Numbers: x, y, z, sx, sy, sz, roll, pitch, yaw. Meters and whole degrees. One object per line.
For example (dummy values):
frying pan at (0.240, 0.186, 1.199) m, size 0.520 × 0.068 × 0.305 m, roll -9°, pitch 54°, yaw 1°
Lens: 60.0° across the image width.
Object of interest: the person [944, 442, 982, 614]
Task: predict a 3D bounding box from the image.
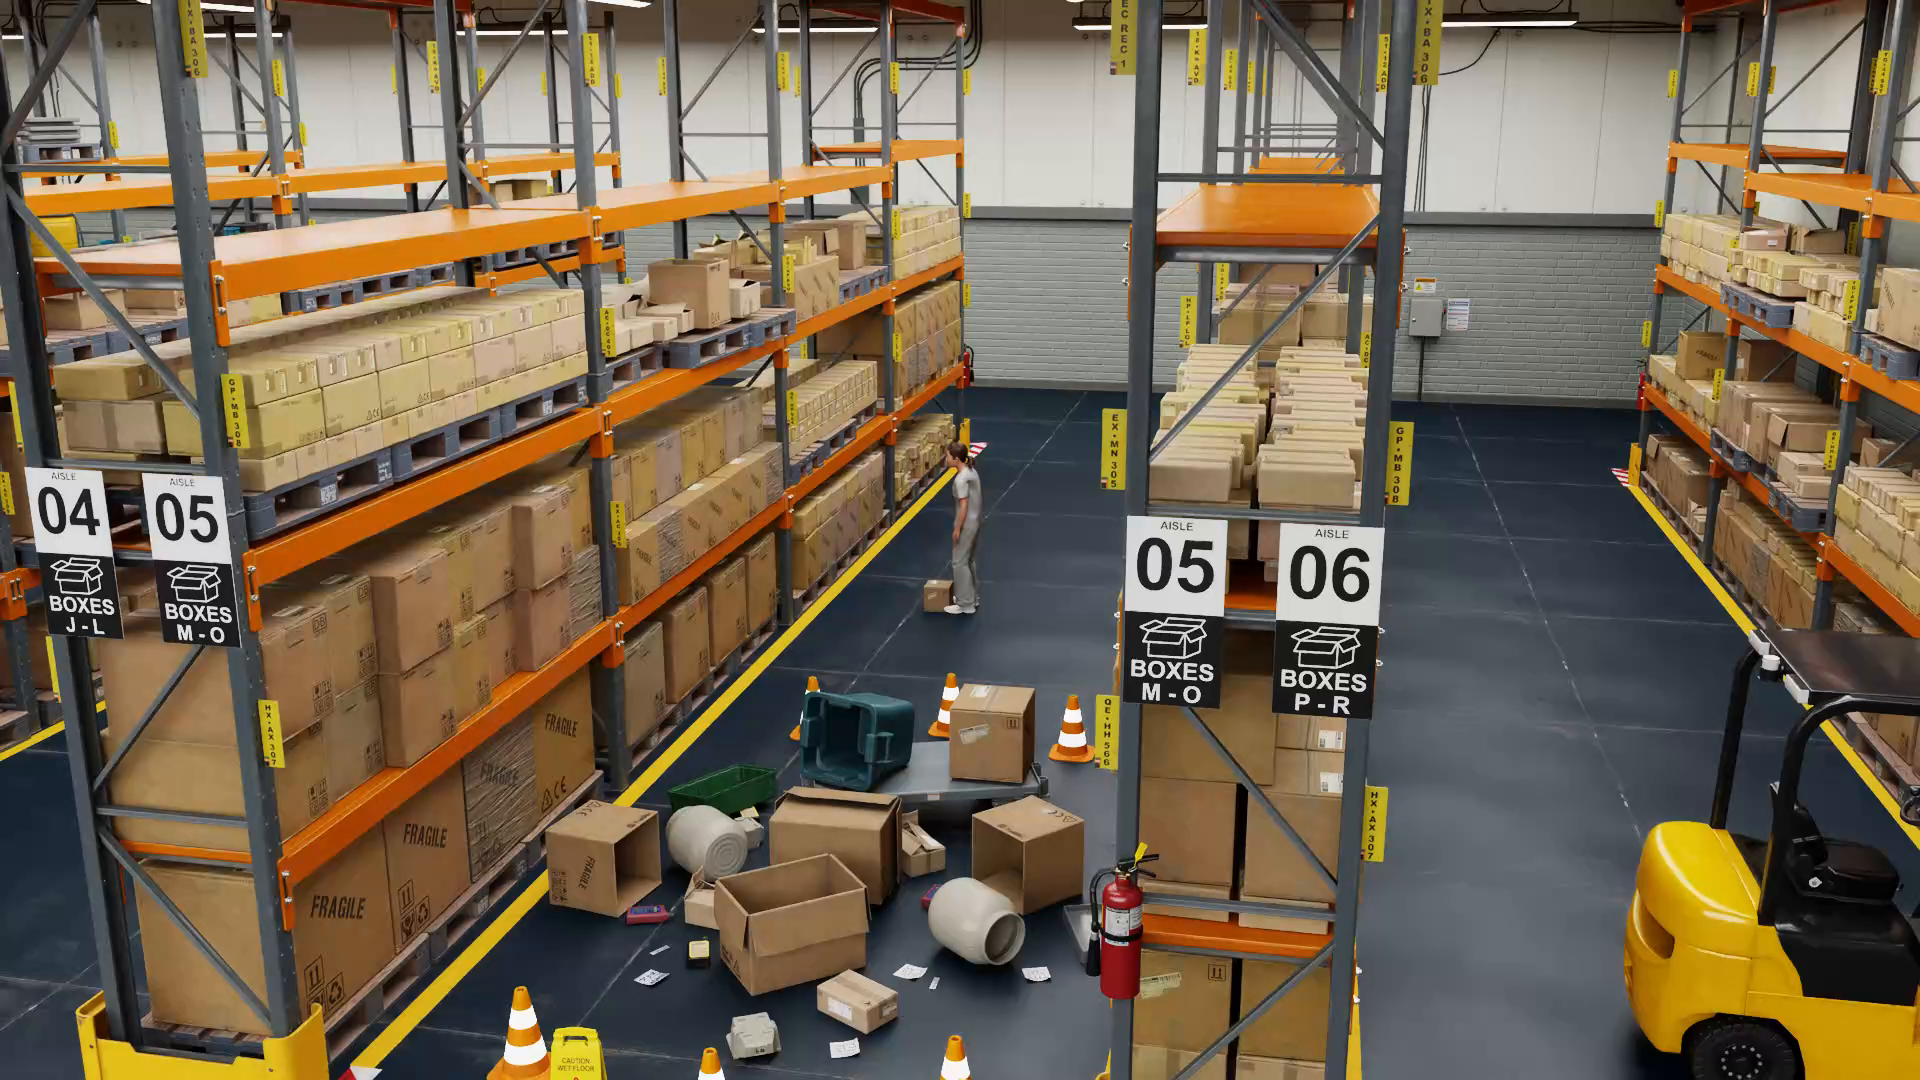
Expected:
person at (0.036, -0.129, 16.008) m, size 0.351 × 1.672 × 0.501 m, roll 3°, pitch 15°, yaw 10°
